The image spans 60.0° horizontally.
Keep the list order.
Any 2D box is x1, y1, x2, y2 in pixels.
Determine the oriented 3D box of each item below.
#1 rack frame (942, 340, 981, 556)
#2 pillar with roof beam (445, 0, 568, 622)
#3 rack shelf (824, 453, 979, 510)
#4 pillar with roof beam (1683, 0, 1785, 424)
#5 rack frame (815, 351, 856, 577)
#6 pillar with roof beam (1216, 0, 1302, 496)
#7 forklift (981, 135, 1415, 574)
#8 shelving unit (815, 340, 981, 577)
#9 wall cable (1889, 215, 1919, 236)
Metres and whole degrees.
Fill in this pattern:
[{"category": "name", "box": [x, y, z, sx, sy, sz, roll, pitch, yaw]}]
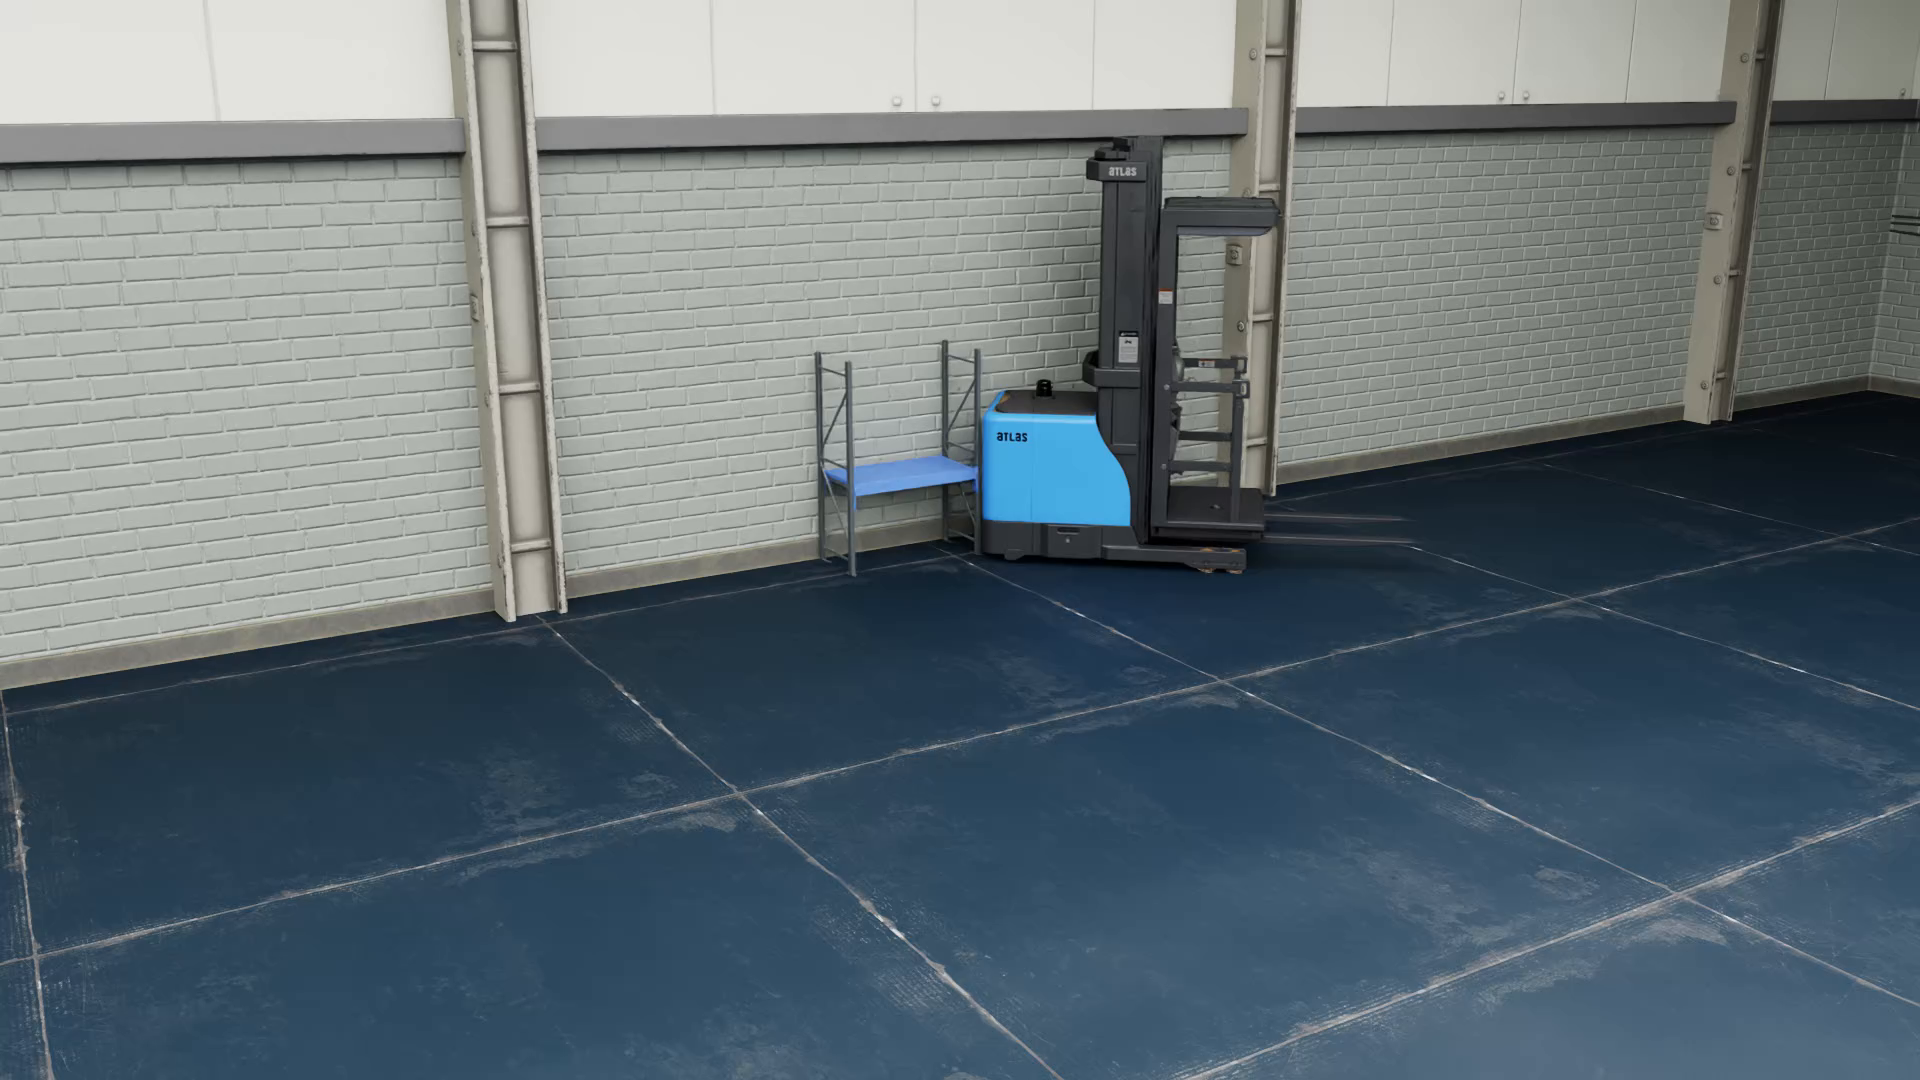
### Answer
[{"category": "rack frame", "box": [0.008, -0.667, 12.006, 0.032, 1.500, 0.500, -9, 18, -30]}, {"category": "pillar with roof beam", "box": [-0.564, -2.879, 6.010, 0.400, 9.000, 9.100, -9, 18, -30]}, {"category": "rack shelf", "box": [-0.428, -0.423, 11.803, 1.000, 0.185, 0.538, -9, 18, -30]}, {"category": "pillar with roof beam", "box": [9.723, -4.547, 11.960, 0.400, 9.000, 9.100, -9, 18, -30]}, {"category": "rack frame", "box": [-0.864, -0.525, 11.502, 0.032, 1.500, 0.500, -9, 18, -30]}, {"category": "pillar with roof beam", "box": [4.580, -3.713, 8.985, 0.400, 9.000, 9.100, -9, 18, -30]}, {"category": "forklift", "box": [1.708, -1.329, 11.720, 3.031, 2.935, 1.130, 2, 16, 8]}, {"category": "shelving unit", "box": [-0.428, -0.596, 11.754, 1.048, 1.500, 0.538, -9, 18, -30]}, {"category": "wall cable", "box": [10.712, -4.152, 16.302, 0.112, 2.526, 3.097, -9, 18, -30]}]
